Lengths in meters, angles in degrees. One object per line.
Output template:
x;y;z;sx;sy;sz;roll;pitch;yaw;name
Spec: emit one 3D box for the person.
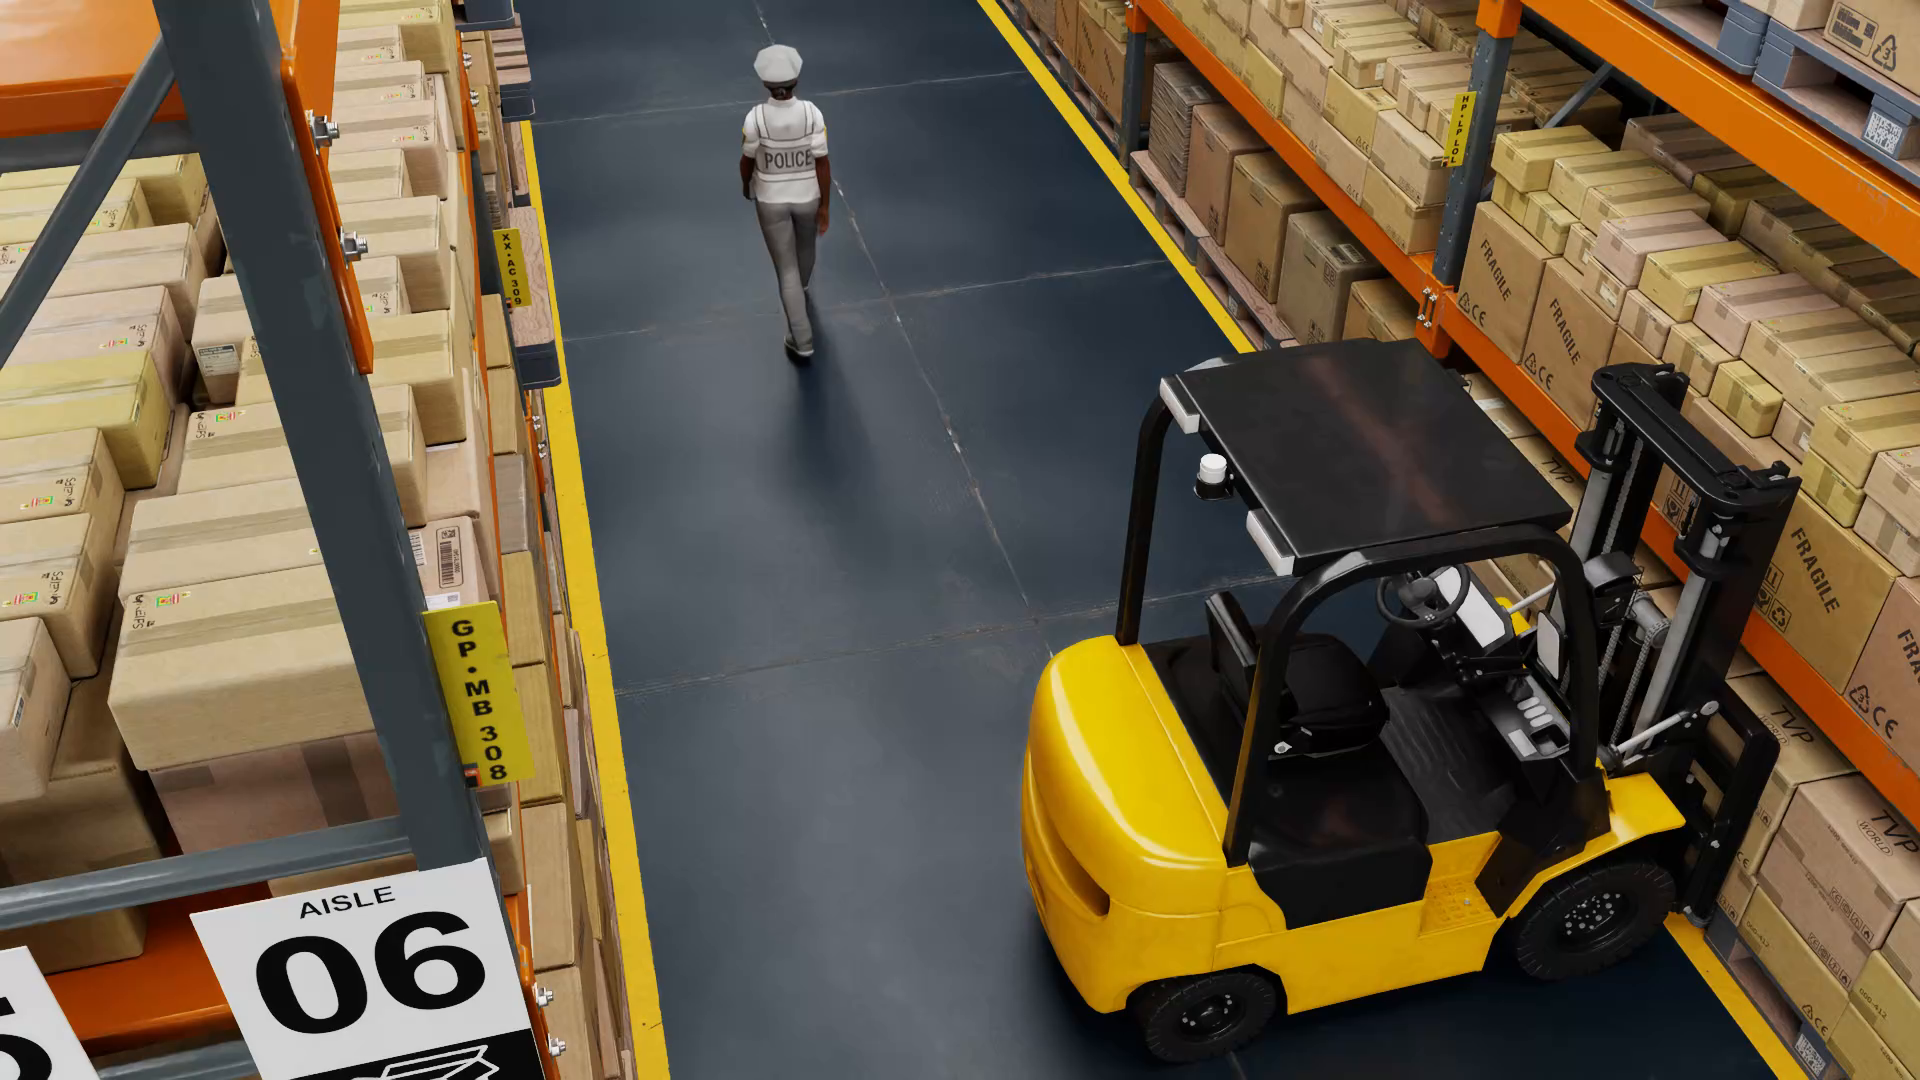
-0.971;-1.930;9.102;0.459;1.636;0.997;-11;40;-14;person
